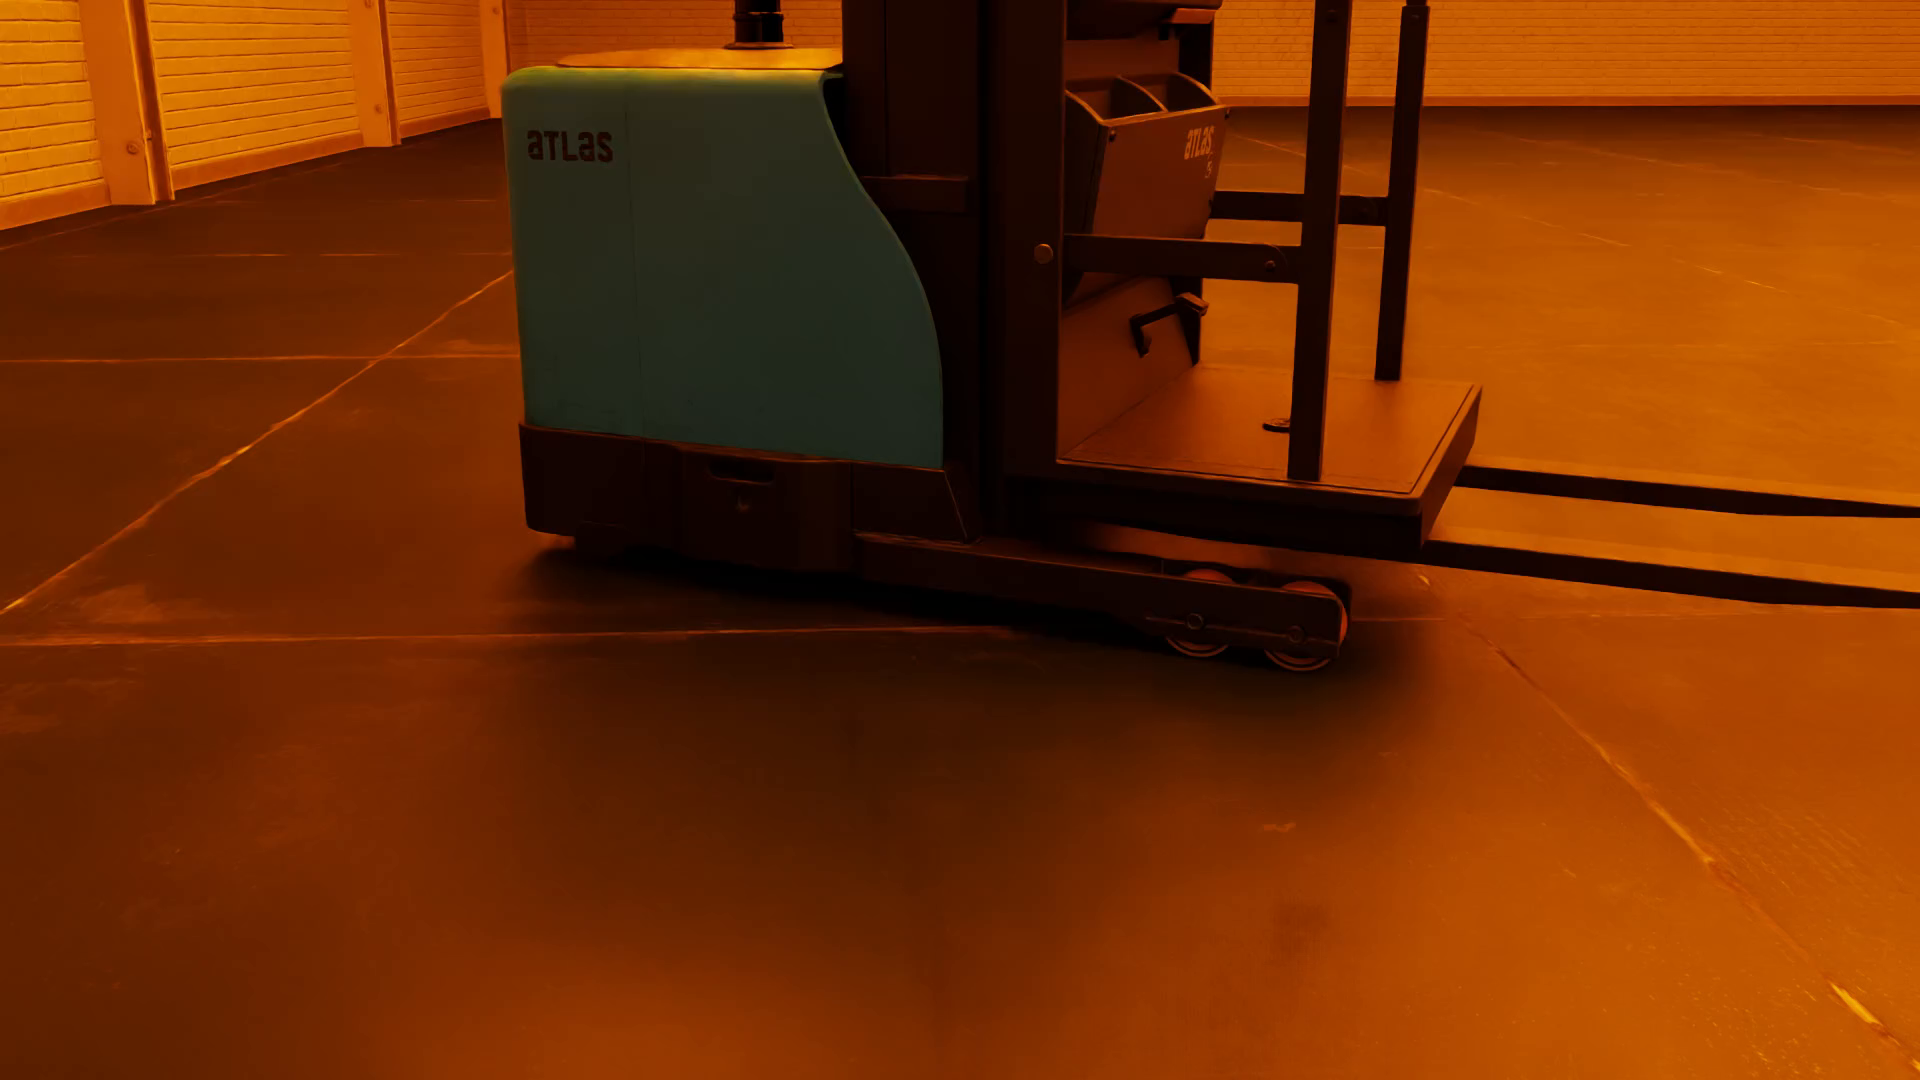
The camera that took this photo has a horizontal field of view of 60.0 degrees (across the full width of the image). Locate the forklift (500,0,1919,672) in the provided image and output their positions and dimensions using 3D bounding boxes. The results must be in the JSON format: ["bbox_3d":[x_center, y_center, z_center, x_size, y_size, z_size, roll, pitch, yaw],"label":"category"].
[{"bbox_3d":[0.576,-1.332,3.261,3.031,2.935,1.130,7,18,21],"label":"forklift"}]
